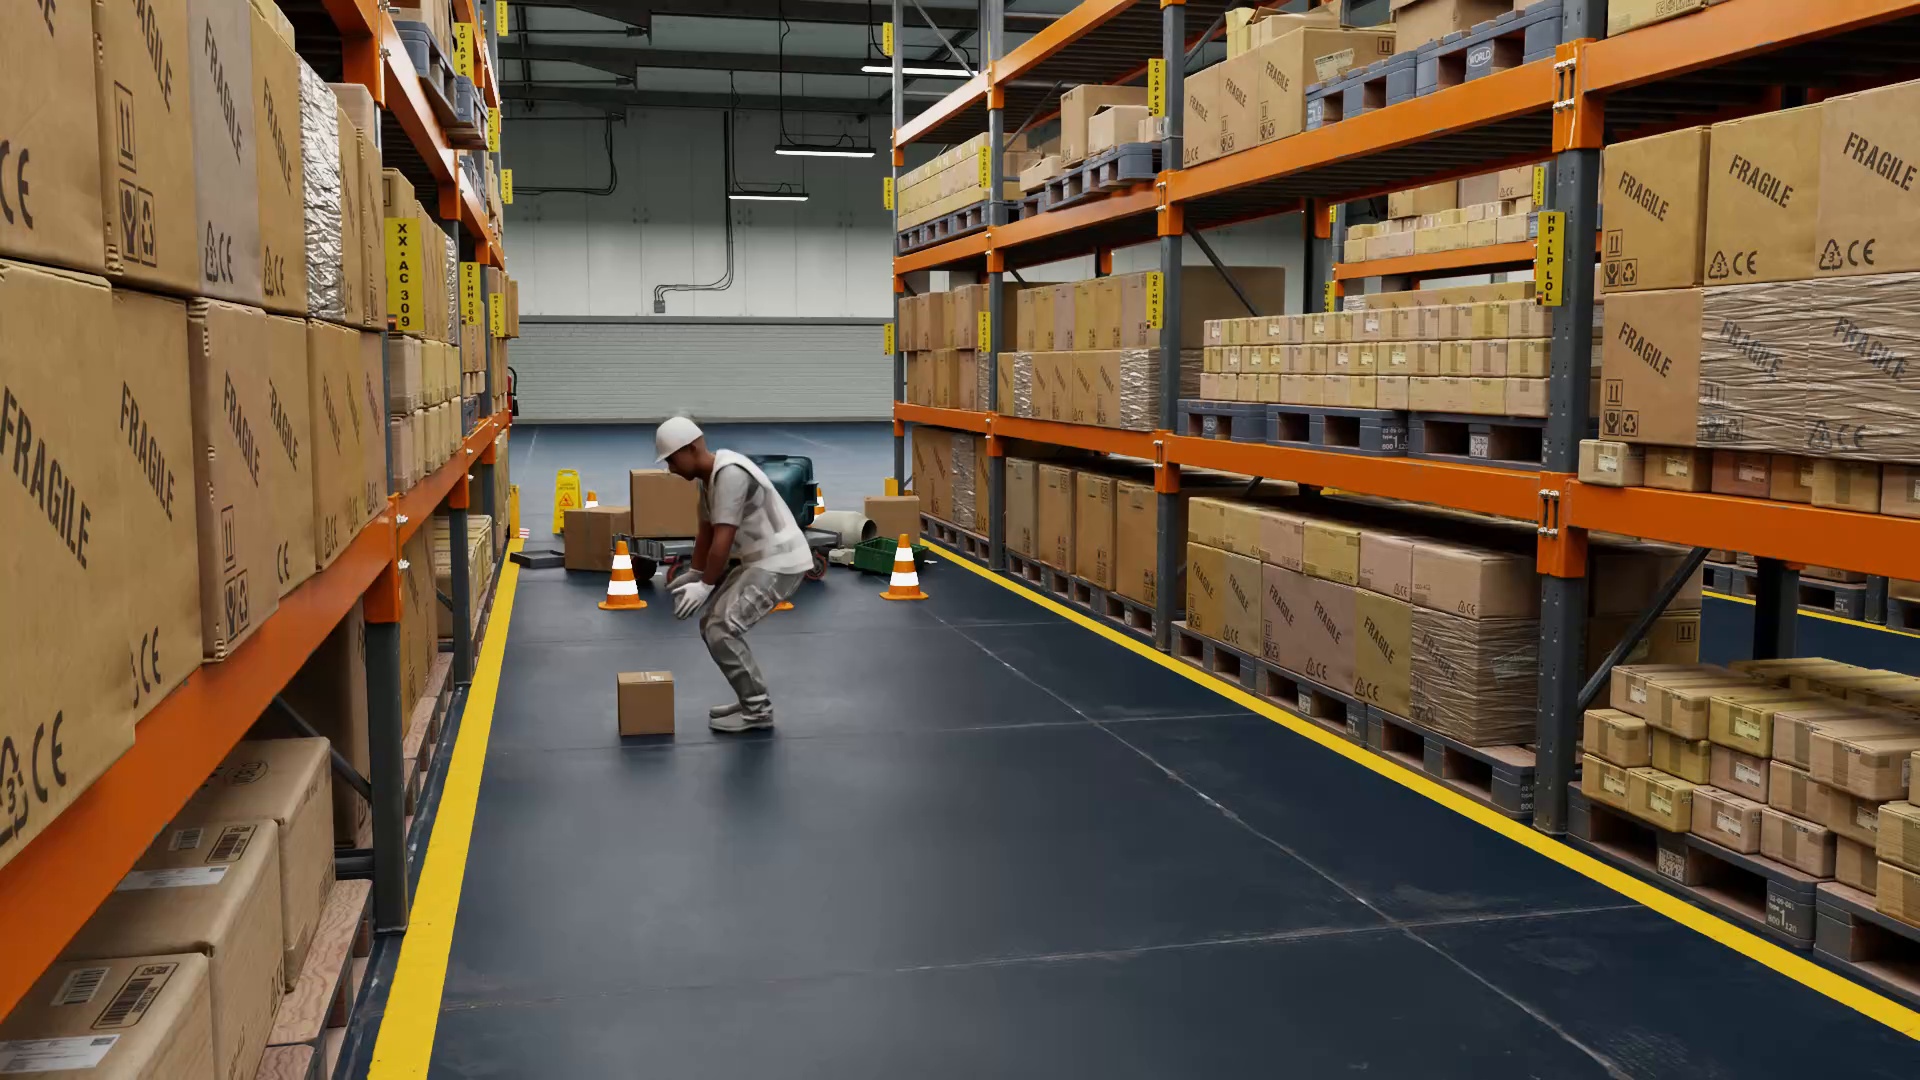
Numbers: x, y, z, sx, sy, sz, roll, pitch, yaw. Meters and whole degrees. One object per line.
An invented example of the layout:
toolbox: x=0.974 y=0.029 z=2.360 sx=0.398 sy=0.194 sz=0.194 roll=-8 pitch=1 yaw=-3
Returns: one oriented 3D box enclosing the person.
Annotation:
person: x=-1.061 y=0.155 z=7.831 sx=0.737 sy=1.469 sz=0.611 roll=-1 pitch=6 yaw=-13
